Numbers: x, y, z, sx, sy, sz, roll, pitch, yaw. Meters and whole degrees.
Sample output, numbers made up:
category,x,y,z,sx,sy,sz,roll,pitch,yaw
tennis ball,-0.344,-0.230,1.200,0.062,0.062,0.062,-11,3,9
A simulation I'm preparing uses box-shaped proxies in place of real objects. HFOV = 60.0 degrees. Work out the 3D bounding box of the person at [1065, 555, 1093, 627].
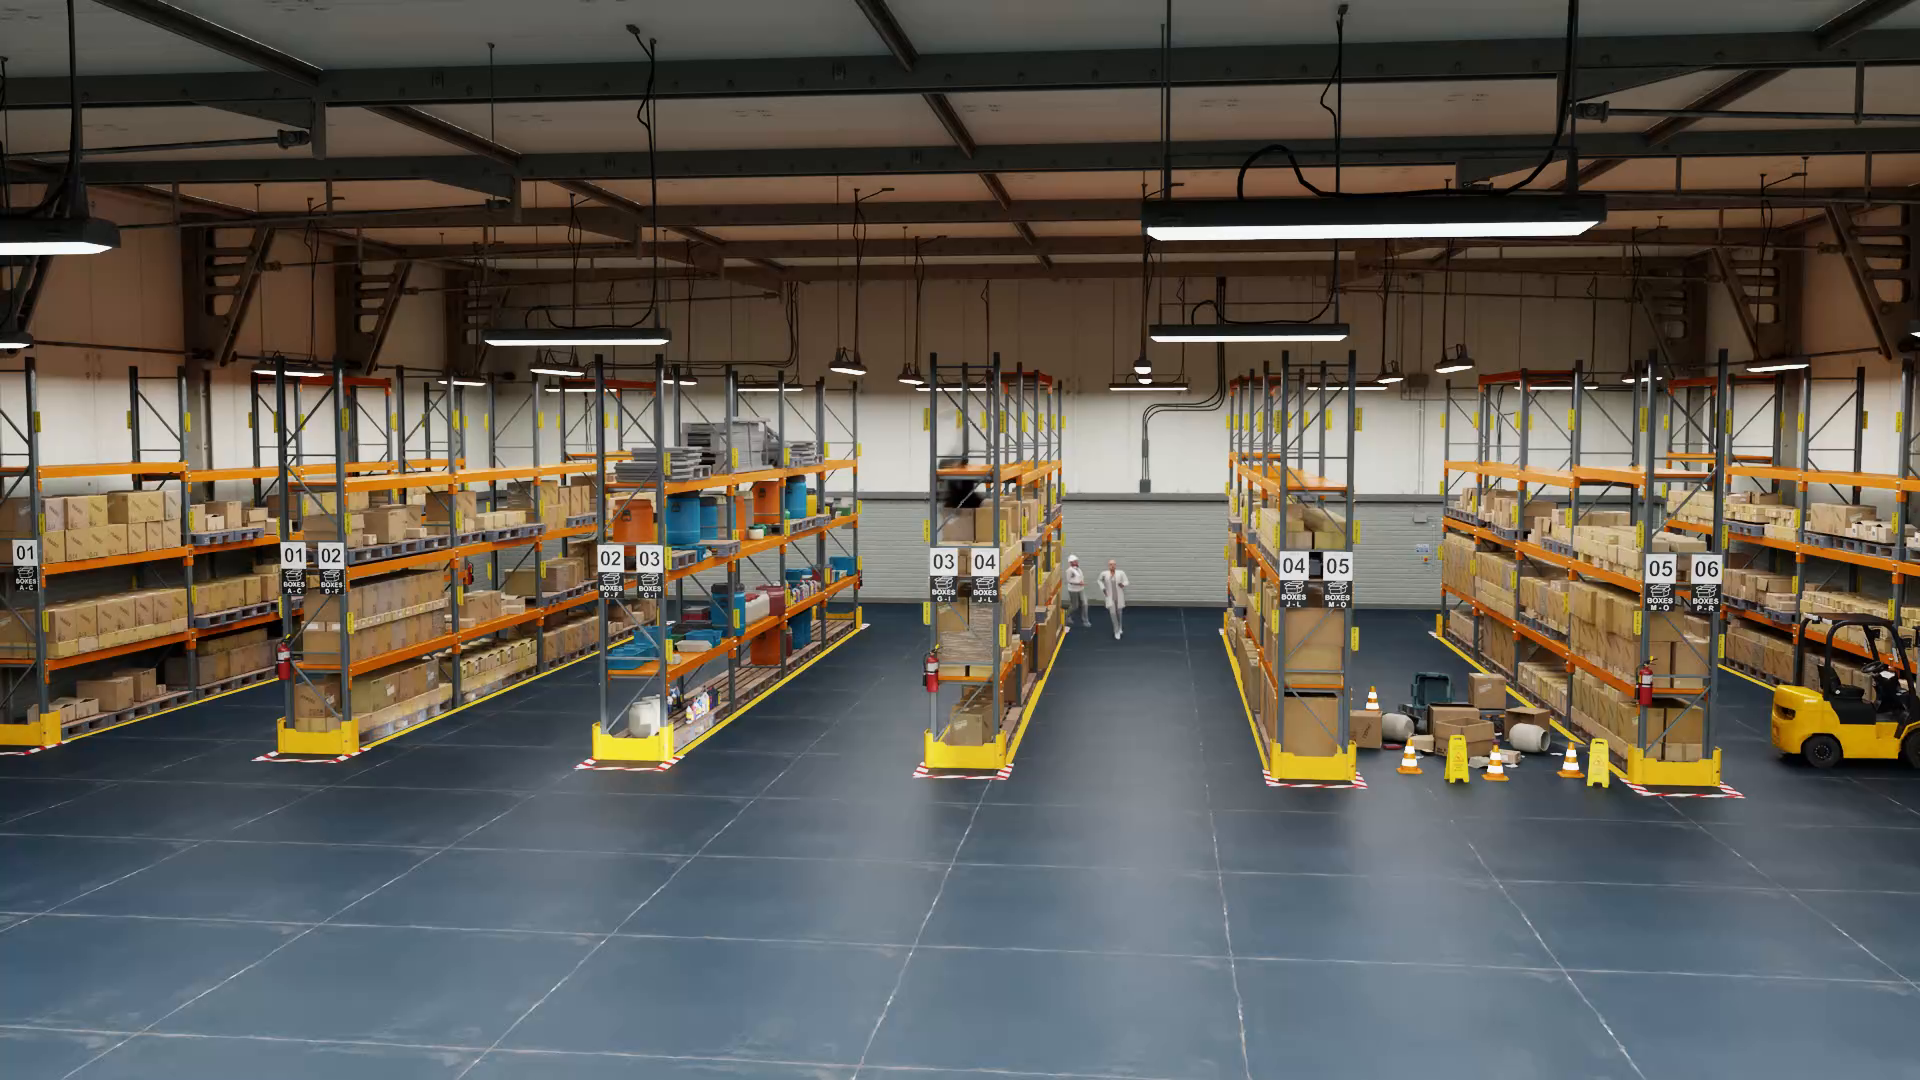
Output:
category,x,y,z,sx,sy,sz,roll,pitch,yaw
person,2.801,1.248,40.732,0.830,1.777,0.655,3,5,40

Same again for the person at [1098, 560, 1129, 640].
category,x,y,z,sx,sy,sz,roll,pitch,yaw
person,3.577,1.373,38.729,0.713,1.816,0.939,0,4,-1
